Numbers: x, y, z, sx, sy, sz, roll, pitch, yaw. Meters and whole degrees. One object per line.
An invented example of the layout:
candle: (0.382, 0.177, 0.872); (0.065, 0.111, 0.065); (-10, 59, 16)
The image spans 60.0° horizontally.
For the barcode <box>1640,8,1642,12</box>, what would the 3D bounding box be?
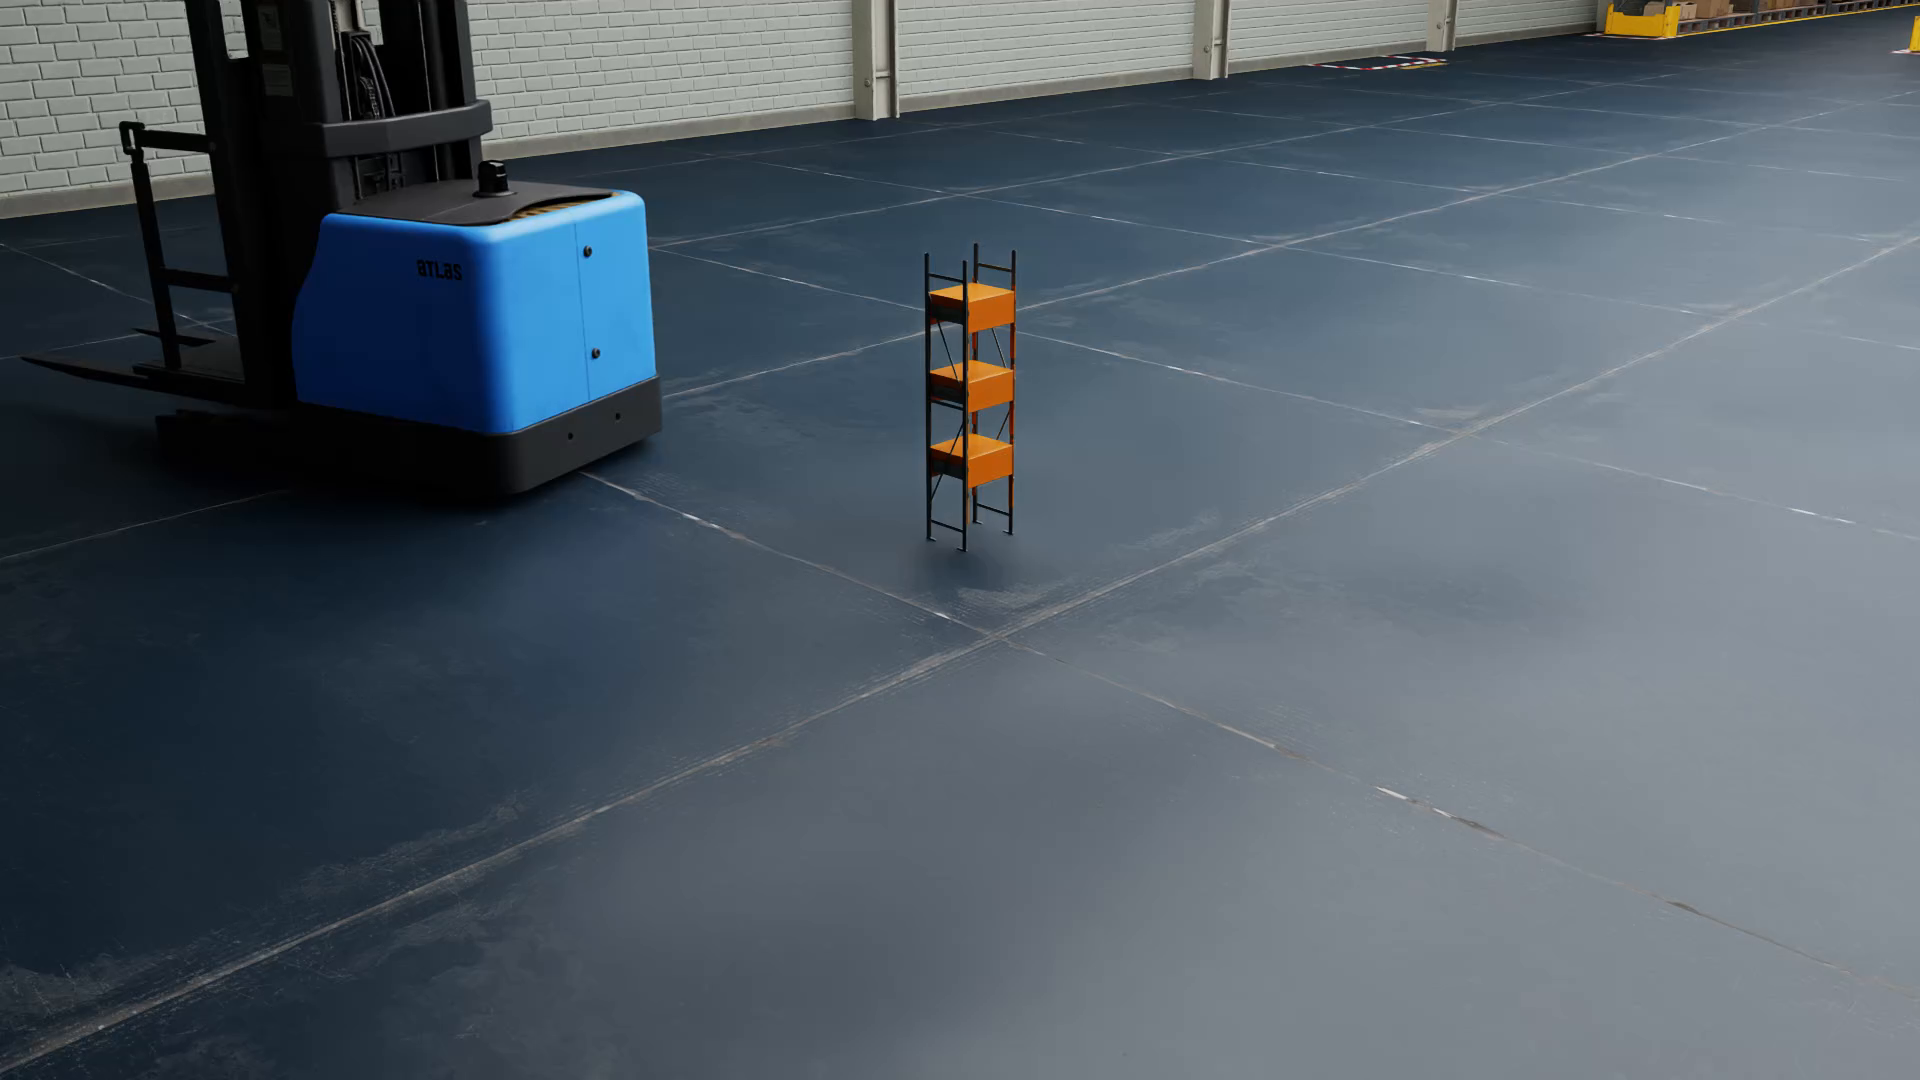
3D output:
barcode: (12.066, -9.399, 29.468); (0.001, 0.075, 0.075); (19, 28, 41)

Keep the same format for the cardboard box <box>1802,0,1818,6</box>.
cardboard box: (16.908, -11.081, 33.594); (0.500, 0.500, 0.700); (-20, 29, -41)

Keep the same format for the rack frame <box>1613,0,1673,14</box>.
rack frame: (11.792, -10.184, 28.390); (1.000, 3.000, 0.127); (19, 28, 41)

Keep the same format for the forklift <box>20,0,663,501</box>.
forklift: (-2.822, -1.868, 6.848); (3.031, 2.935, 1.130); (10, 23, 25)

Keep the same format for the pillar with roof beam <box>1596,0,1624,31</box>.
pillar with roof beam: (14.745, -12.303, 25.542); (9.100, 9.000, 0.400); (19, 28, 41)

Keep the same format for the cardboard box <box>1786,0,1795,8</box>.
cardboard box: (16.139, -10.843, 32.975); (0.700, 0.500, 0.500); (19, 28, 40)

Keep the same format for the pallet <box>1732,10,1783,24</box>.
pallet: (15.125, -10.111, 32.087); (1.003, 0.211, 1.213); (19, 28, 41)

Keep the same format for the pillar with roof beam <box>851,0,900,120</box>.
pillar with roof beam: (2.189, -7.676, 13.504); (9.100, 9.000, 0.400); (19, 28, 41)

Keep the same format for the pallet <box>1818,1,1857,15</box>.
pallet: (17.977, -11.123, 34.718); (1.003, 0.211, 1.213); (19, 28, 41)

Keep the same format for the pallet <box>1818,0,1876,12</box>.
pallet: (18.828, -11.435, 35.530); (1.003, 0.211, 1.213); (19, 28, 41)

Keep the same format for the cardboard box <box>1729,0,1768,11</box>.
cardboard box: (15.084, -10.444, 31.937); (0.500, 0.500, 0.700); (-19, 28, -40)

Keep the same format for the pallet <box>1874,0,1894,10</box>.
pallet: (19.679, -11.750, 36.350); (1.003, 0.211, 1.213); (19, 28, 41)

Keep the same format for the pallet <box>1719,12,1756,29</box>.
pallet: (14.140, -9.729, 31.093); (1.003, 0.211, 1.213); (19, 28, 41)

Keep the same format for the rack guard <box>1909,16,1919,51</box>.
rack guard: (15.327, -7.772, 25.599); (1.175, 0.500, 0.348); (19, 28, 41)

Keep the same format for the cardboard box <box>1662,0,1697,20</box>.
cardboard box: (12.737, -9.436, 29.579); (0.500, 0.311, 0.500); (-17, 27, -38)

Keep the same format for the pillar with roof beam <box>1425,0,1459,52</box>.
pillar with roof beam: (10.560, -10.761, 21.529); (9.100, 9.000, 0.400); (19, 28, 41)

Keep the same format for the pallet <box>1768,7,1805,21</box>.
pallet: (15.976, -10.426, 32.907); (1.003, 0.211, 1.213); (19, 28, 41)

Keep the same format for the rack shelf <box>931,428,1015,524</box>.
rack shelf: (0.037, -0.234, 6.026); (0.215, 0.259, 0.240); (19, 28, 41)

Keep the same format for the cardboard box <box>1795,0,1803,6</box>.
cardboard box: (16.466, -10.978, 33.325); (0.700, 0.500, 0.500); (19, 28, 41)

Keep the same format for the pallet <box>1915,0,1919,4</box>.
pallet: (21.601, -12.458, 38.193); (1.003, 0.211, 1.213); (19, 28, 41)

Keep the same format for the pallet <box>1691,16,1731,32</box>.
pallet: (13.288, -9.414, 30.273); (1.003, 0.211, 1.213); (19, 28, 41)

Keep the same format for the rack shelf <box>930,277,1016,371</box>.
rack shelf: (0.037, -0.759, 5.824); (0.215, 0.259, 0.240); (19, 28, 41)

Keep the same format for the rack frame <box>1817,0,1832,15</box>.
rack frame: (17.373, -12.240, 33.740); (1.000, 3.000, 0.127); (19, 28, 41)

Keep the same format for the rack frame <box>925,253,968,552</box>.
rack frame: (-0.048, -0.472, 5.840); (0.200, 1.050, 0.008); (19, 28, 41)

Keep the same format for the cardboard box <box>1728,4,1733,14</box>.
cardboard box: (14.231, -9.950, 31.117); (0.380, 0.166, 0.250); (15, 26, 34)

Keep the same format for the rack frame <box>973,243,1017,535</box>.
rack frame: (0.122, -0.535, 6.004); (0.200, 1.050, 0.008); (19, 28, 41)

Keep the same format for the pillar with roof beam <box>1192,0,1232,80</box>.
pillar with roof beam: (6.374, -9.219, 17.516); (9.100, 9.000, 0.400); (19, 28, 41)

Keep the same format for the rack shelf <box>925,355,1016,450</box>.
rack shelf: (0.037, -0.494, 5.926); (0.215, 0.259, 0.240); (19, 28, 41)

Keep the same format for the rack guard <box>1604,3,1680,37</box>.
rack guard: (11.845, -9.037, 28.889); (1.175, 0.500, 0.348); (19, 28, 41)

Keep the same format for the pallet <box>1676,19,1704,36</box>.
pallet: (12.437, -9.102, 29.461); (1.003, 0.211, 1.213); (19, 28, 41)

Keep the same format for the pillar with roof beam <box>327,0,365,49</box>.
pillar with roof beam: (-1.997, -6.134, 9.491); (9.100, 9.000, 0.400); (19, 28, 41)

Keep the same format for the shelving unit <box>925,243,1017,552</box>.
shelving unit: (0.037, -0.504, 5.922); (0.215, 1.050, 0.252); (19, 28, 41)

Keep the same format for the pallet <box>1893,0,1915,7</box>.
pallet: (20.750, -12.143, 37.373); (1.003, 0.211, 1.213); (19, 28, 41)

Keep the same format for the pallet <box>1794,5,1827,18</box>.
pallet: (16.827, -10.738, 33.719); (1.003, 0.211, 1.213); (19, 28, 41)

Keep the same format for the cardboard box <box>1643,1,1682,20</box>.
cardboard box: (12.340, -9.290, 29.197); (0.500, 0.311, 0.500); (15, 26, 35)

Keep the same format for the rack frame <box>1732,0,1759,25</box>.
rack frame: (14.583, -11.212, 31.065); (1.000, 3.000, 0.127); (19, 28, 41)

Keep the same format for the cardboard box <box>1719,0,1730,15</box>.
cardboard box: (13.887, -9.974, 30.714); (0.500, 0.500, 0.500); (17, 27, 37)

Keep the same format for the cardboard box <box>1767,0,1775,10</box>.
cardboard box: (15.409, -10.590, 32.316); (0.700, 0.500, 0.500); (19, 28, 40)

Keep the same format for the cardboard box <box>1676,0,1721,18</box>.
cardboard box: (13.285, -9.701, 30.003); (0.700, 0.500, 0.500); (17, 27, 37)

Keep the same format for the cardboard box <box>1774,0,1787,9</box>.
cardboard box: (15.794, -10.711, 32.631); (0.700, 0.500, 0.500); (20, 28, 41)
